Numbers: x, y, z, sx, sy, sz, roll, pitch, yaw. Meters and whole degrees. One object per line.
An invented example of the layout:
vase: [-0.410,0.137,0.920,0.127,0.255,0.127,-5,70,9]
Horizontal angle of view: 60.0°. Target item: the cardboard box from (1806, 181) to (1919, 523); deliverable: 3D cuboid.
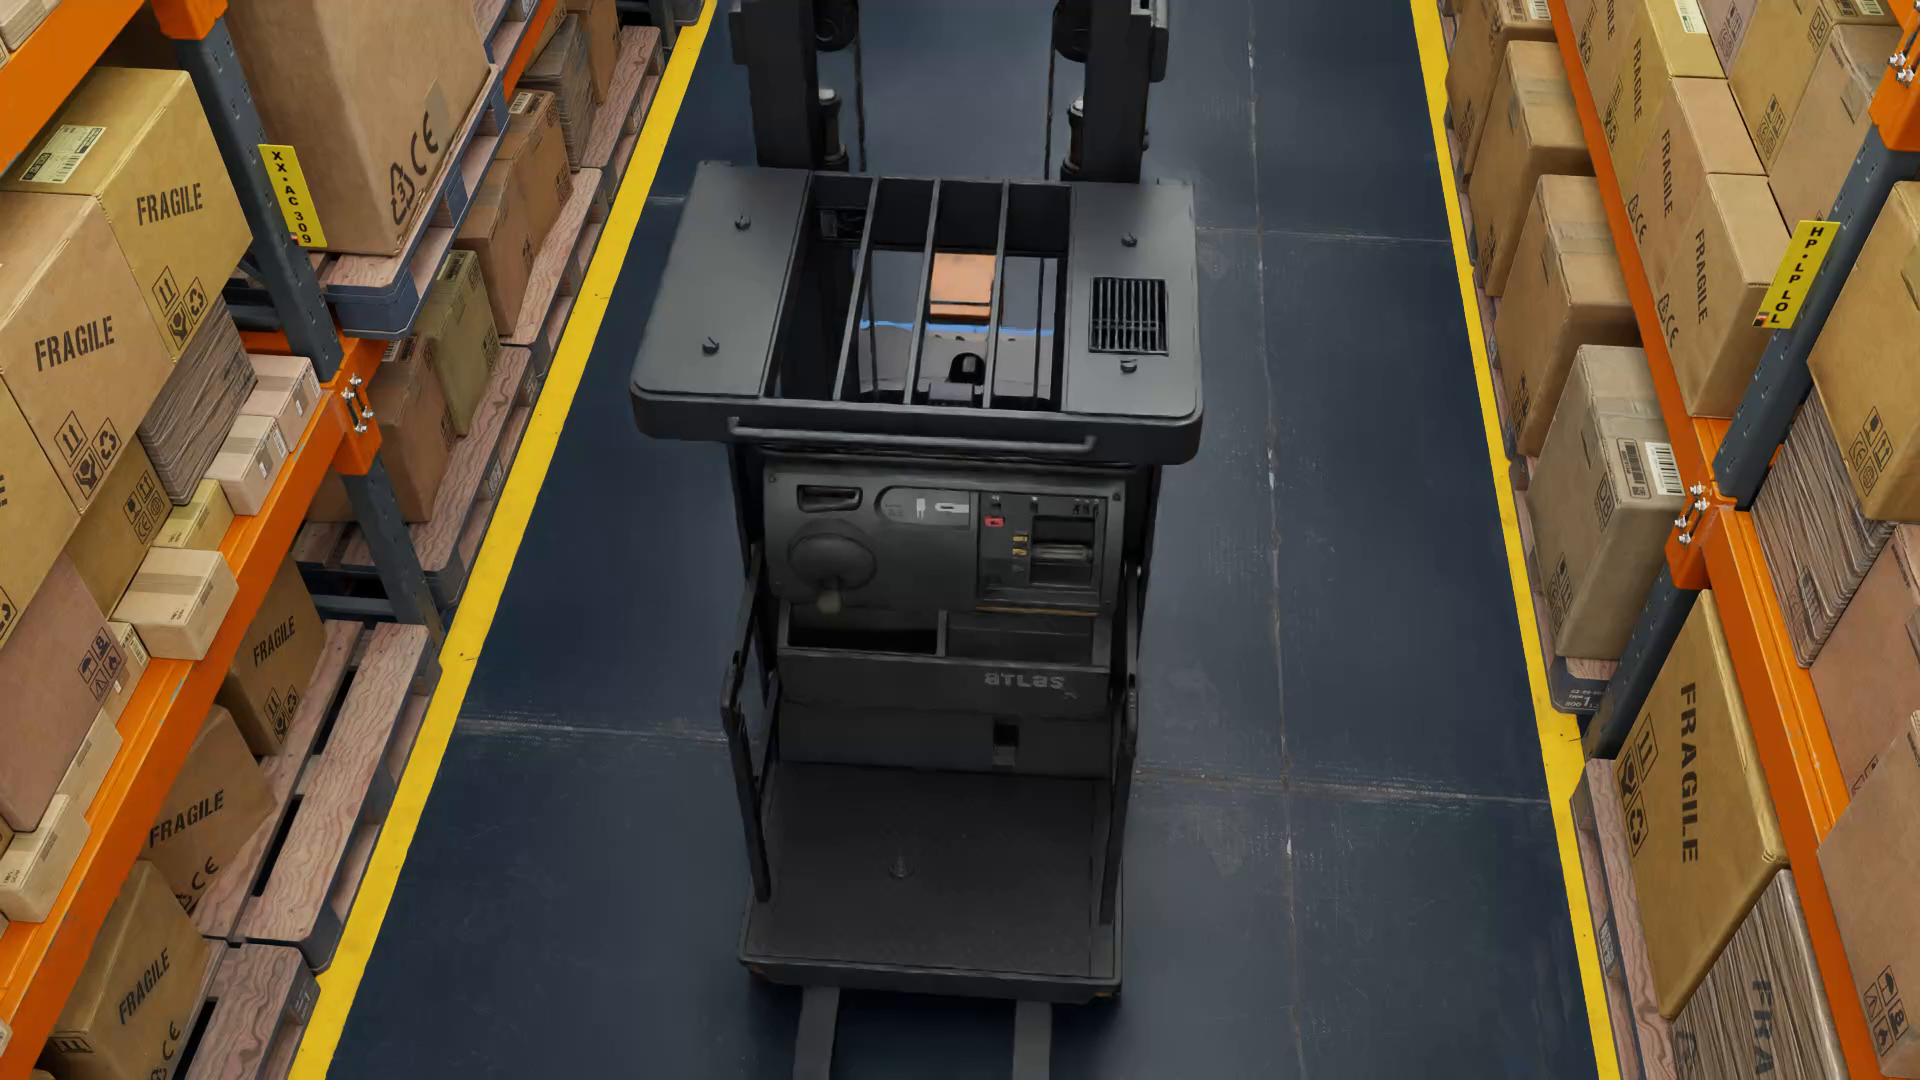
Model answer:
cardboard box: [2.525,-0.400,3.750,0.875,0.550,0.550,4,48,4]

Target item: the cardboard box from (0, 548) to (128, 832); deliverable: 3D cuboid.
cardboard box: [-2.466,0.270,3.701,0.875,0.500,0.500,4,48,4]

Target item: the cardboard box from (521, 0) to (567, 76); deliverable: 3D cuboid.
cardboard box: [-2.042,-2.274,7.185,0.500,0.250,0.500,9,48,8]

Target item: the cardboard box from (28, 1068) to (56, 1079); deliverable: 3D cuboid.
cardboard box: [-2.532,1.622,4.144,0.500,0.500,0.500,8,48,7]

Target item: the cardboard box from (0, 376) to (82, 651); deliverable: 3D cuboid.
cardboard box: [-2.195,-0.049,3.315,0.500,0.500,0.500,4,48,4]

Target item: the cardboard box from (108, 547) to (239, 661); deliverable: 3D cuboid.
cardboard box: [-2.091,0.155,4.246,0.380,0.149,0.250,4,48,4]

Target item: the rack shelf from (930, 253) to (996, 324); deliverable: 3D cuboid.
rack shelf: [0.018,-0.876,5.706,0.258,0.148,0.480,3,48,3]

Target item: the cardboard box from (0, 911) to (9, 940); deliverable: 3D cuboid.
cardboard box: [-2.315,0.881,3.582,0.380,0.149,0.250,4,48,4]

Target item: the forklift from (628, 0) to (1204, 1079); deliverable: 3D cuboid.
forklift: [-0.057,0.113,4.160,1.130,2.935,3.031,3,48,3]

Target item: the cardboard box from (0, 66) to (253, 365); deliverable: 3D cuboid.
cardboard box: [-2.105,-0.784,3.987,0.500,0.500,0.500,4,48,4]

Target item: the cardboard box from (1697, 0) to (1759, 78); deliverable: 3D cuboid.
cardboard box: [2.723,-1.740,5.063,0.700,0.500,0.500,4,48,4]

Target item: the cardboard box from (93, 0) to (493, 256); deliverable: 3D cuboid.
cardboard box: [-2.126,-1.580,4.971,1.000,1.000,1.000,4,48,4]

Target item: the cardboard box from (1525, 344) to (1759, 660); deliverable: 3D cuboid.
cardboard box: [2.559,-0.098,5.547,1.050,0.750,0.750,4,48,3]

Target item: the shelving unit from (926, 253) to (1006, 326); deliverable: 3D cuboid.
shelving unit: [0.018,-0.611,5.996,0.258,1.200,0.503,3,48,3]

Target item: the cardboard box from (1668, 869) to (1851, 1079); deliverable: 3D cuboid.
cardboard box: [2.387,1.442,4.054,0.875,0.875,0.875,4,48,4]

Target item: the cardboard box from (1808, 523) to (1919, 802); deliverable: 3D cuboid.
cardboard box: [2.543,0.373,3.774,0.875,0.550,0.550,4,48,4]

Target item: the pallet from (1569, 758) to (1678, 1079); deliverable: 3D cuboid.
pallet: [2.445,1.241,4.972,1.003,0.211,1.213,4,48,4]

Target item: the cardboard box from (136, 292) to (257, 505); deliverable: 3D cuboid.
cardboard box: [-2.440,-0.469,4.377,0.875,0.500,0.500,4,48,4]

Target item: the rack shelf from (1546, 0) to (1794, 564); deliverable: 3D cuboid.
rack shelf: [2.775,-1.481,6.059,1.077,0.370,4.000,4,48,4]

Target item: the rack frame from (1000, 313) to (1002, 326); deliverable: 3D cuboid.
rack frame: [0.036,-0.790,6.160,0.240,1.200,0.015,3,48,3]

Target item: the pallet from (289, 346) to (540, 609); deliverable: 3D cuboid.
pallet: [-2.268,-0.293,6.375,1.003,0.211,1.213,4,48,4]

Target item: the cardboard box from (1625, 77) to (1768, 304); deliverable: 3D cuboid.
cardboard box: [2.420,-1.060,5.119,0.500,0.500,0.500,3,48,3]

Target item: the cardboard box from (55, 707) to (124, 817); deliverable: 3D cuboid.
cardboard box: [-2.228,0.516,3.915,0.380,0.149,0.250,4,48,4]

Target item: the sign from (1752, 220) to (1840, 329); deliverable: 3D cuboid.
sign: [2.051,-0.647,4.078,0.100,0.325,0.005,4,48,4]

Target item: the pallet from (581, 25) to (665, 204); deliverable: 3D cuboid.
pallet: [-2.046,-2.086,8.015,1.003,0.211,1.213,4,48,4]

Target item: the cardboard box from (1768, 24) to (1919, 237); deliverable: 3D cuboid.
cardboard box: [2.632,-0.990,4.378,0.700,0.500,0.500,3,48,3]

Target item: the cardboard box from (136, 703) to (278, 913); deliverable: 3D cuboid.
cardboard box: [-2.459,0.753,4.938,0.500,0.500,0.500,18,50,16]

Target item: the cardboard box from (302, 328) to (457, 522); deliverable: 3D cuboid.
cardboard box: [-2.260,-0.416,5.994,0.700,0.500,0.500,1,48,1]

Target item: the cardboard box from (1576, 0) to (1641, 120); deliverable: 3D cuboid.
cardboard box: [2.510,-1.805,5.800,0.500,0.500,0.500,3,48,3]

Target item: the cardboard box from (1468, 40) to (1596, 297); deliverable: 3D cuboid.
cardboard box: [2.736,-1.492,6.821,1.050,0.750,0.750,5,48,4]

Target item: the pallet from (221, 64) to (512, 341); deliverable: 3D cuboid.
pallet: [-2.123,-1.149,5.398,1.003,0.211,1.213,4,48,4]

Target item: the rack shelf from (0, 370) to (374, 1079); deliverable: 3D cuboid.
rack shelf: [-2.520,1.051,3.744,1.077,0.370,4.000,4,48,4]

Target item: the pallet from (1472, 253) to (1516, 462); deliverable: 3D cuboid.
pallet: [2.696,-0.784,6.824,1.003,0.211,1.213,4,48,4]

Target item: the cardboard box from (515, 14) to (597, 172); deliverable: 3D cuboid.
cardboard box: [-2.052,-2.004,7.446,0.700,0.500,0.500,0,48,0]

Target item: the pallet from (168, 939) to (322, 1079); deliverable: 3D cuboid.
pallet: [-2.472,1.674,4.576,1.003,0.211,1.213,4,48,4]

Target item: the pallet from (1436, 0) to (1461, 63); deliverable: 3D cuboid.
pallet: [3.030,-2.826,8.692,1.003,0.211,1.213,4,48,4]

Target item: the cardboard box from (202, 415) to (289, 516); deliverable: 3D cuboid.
cardboard box: [-2.097,-0.216,4.585,0.380,0.149,0.250,4,48,4]

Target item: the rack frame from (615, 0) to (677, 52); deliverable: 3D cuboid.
rack frame: [-1.973,-3.601,7.511,1.000,3.000,0.127,4,48,4]

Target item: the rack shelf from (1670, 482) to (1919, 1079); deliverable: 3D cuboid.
rack shelf: [2.410,1.459,3.371,1.077,0.370,4.000,4,48,4]

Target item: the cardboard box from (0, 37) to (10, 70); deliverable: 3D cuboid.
cardboard box: [-2.177,-0.888,3.098,0.500,0.250,0.500,5,48,5]

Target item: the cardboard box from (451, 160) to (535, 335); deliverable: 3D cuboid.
cardboard box: [-2.147,-1.177,6.689,0.700,0.500,0.500,0,48,0]

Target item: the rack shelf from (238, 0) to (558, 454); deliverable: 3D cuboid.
rack shelf: [-2.155,-1.888,6.432,1.077,0.370,4.000,4,48,4]
